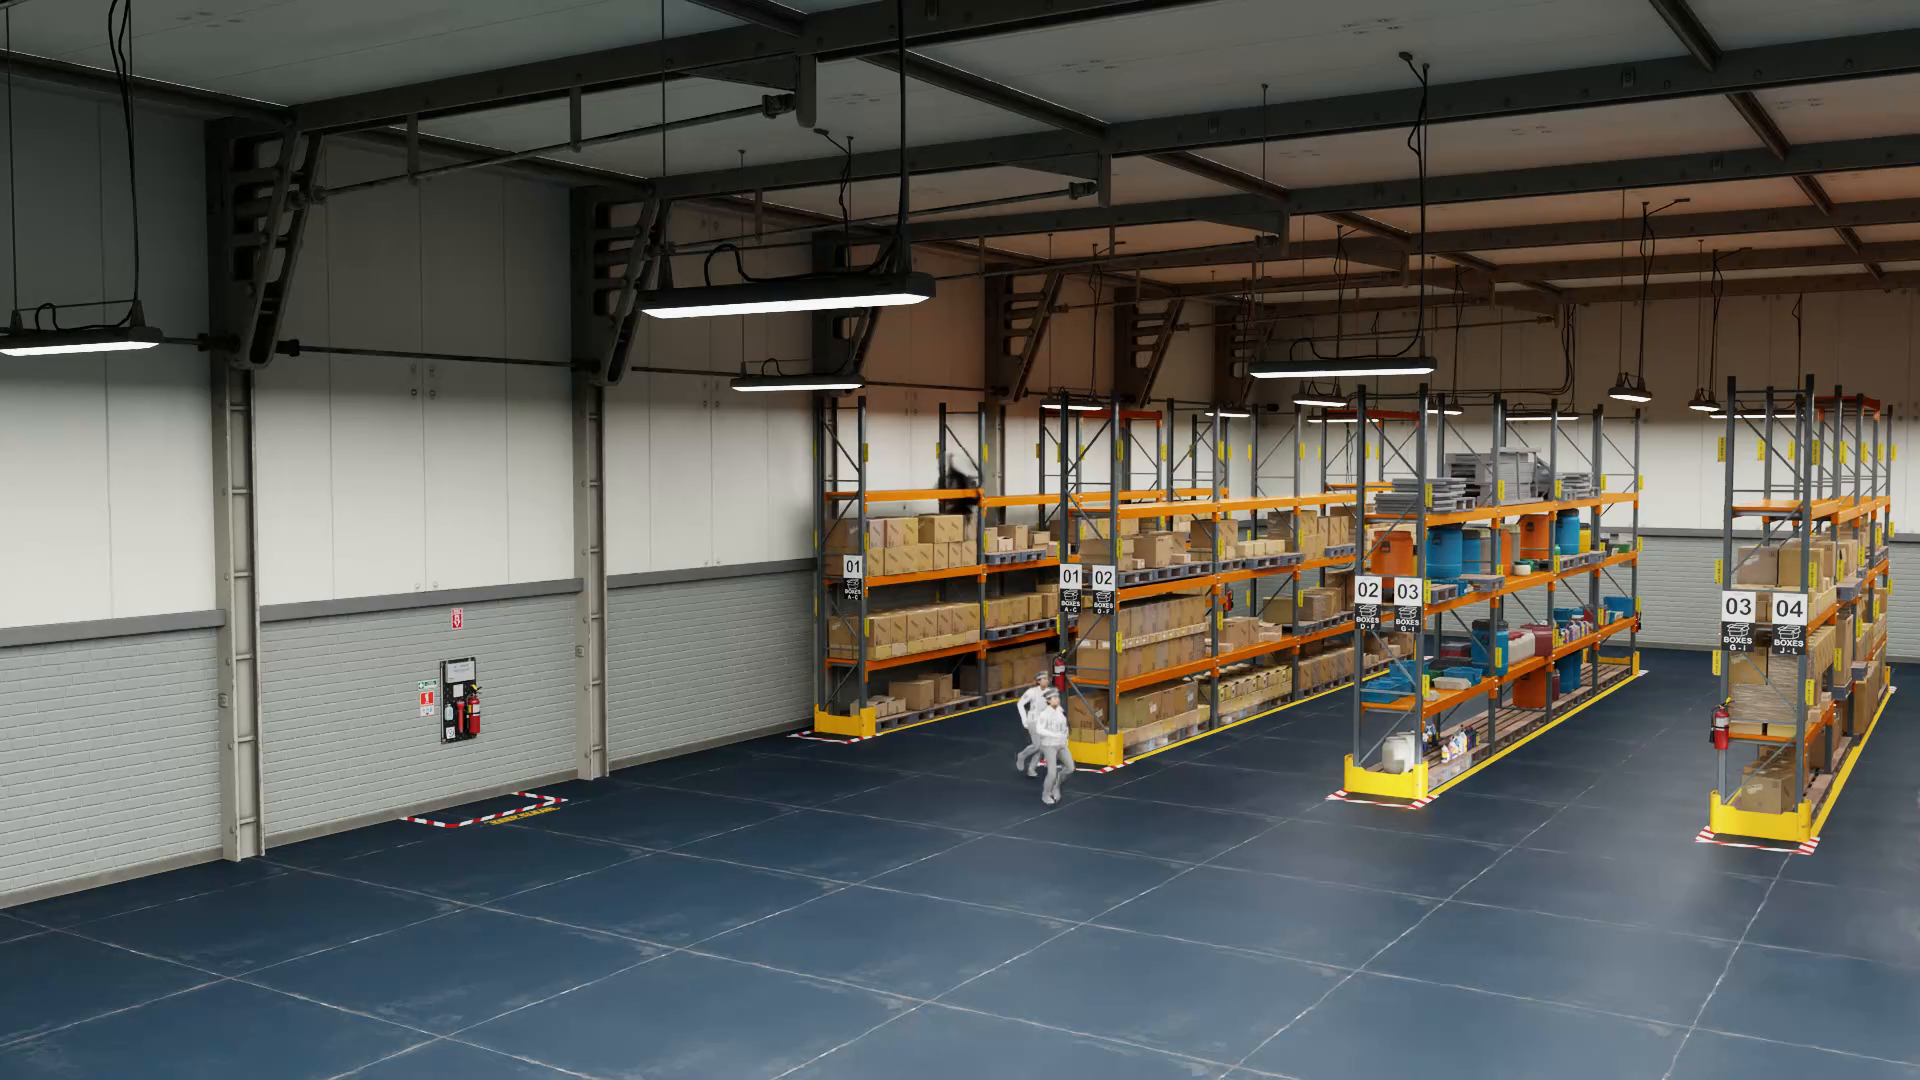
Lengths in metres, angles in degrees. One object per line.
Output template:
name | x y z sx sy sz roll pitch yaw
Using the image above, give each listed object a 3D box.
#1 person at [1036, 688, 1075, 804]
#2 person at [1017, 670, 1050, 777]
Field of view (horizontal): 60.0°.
person | 1.367 2.919 23.556 0.671 1.668 0.562 -2 4 -38
person | 1.242 2.830 25.781 0.645 1.627 0.507 -2 3 -29
